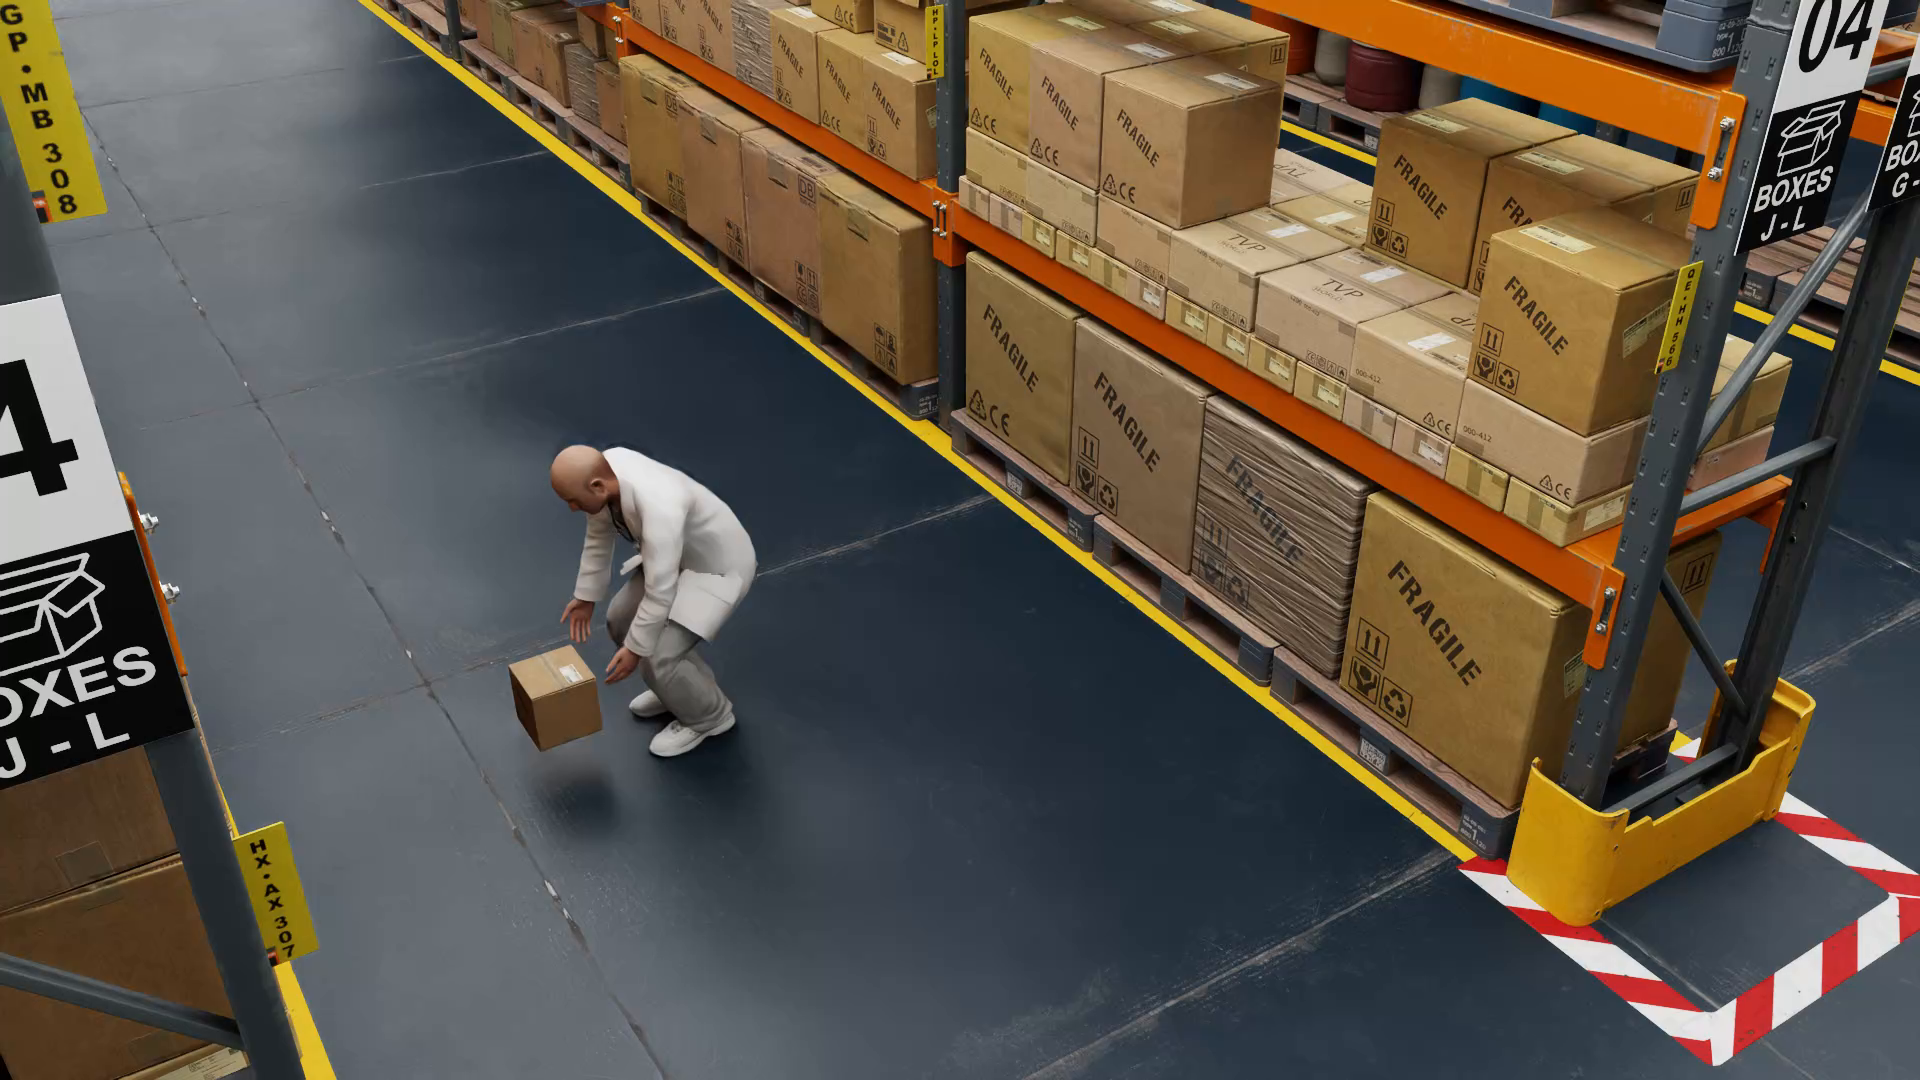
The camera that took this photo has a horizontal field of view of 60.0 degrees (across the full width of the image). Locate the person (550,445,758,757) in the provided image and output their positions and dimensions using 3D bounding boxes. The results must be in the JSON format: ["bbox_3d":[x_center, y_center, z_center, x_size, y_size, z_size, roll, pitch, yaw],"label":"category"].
[{"bbox_3d":[-1.113,0.172,6.268,0.749,1.365,0.632,-19,37,-27],"label":"person"}]
